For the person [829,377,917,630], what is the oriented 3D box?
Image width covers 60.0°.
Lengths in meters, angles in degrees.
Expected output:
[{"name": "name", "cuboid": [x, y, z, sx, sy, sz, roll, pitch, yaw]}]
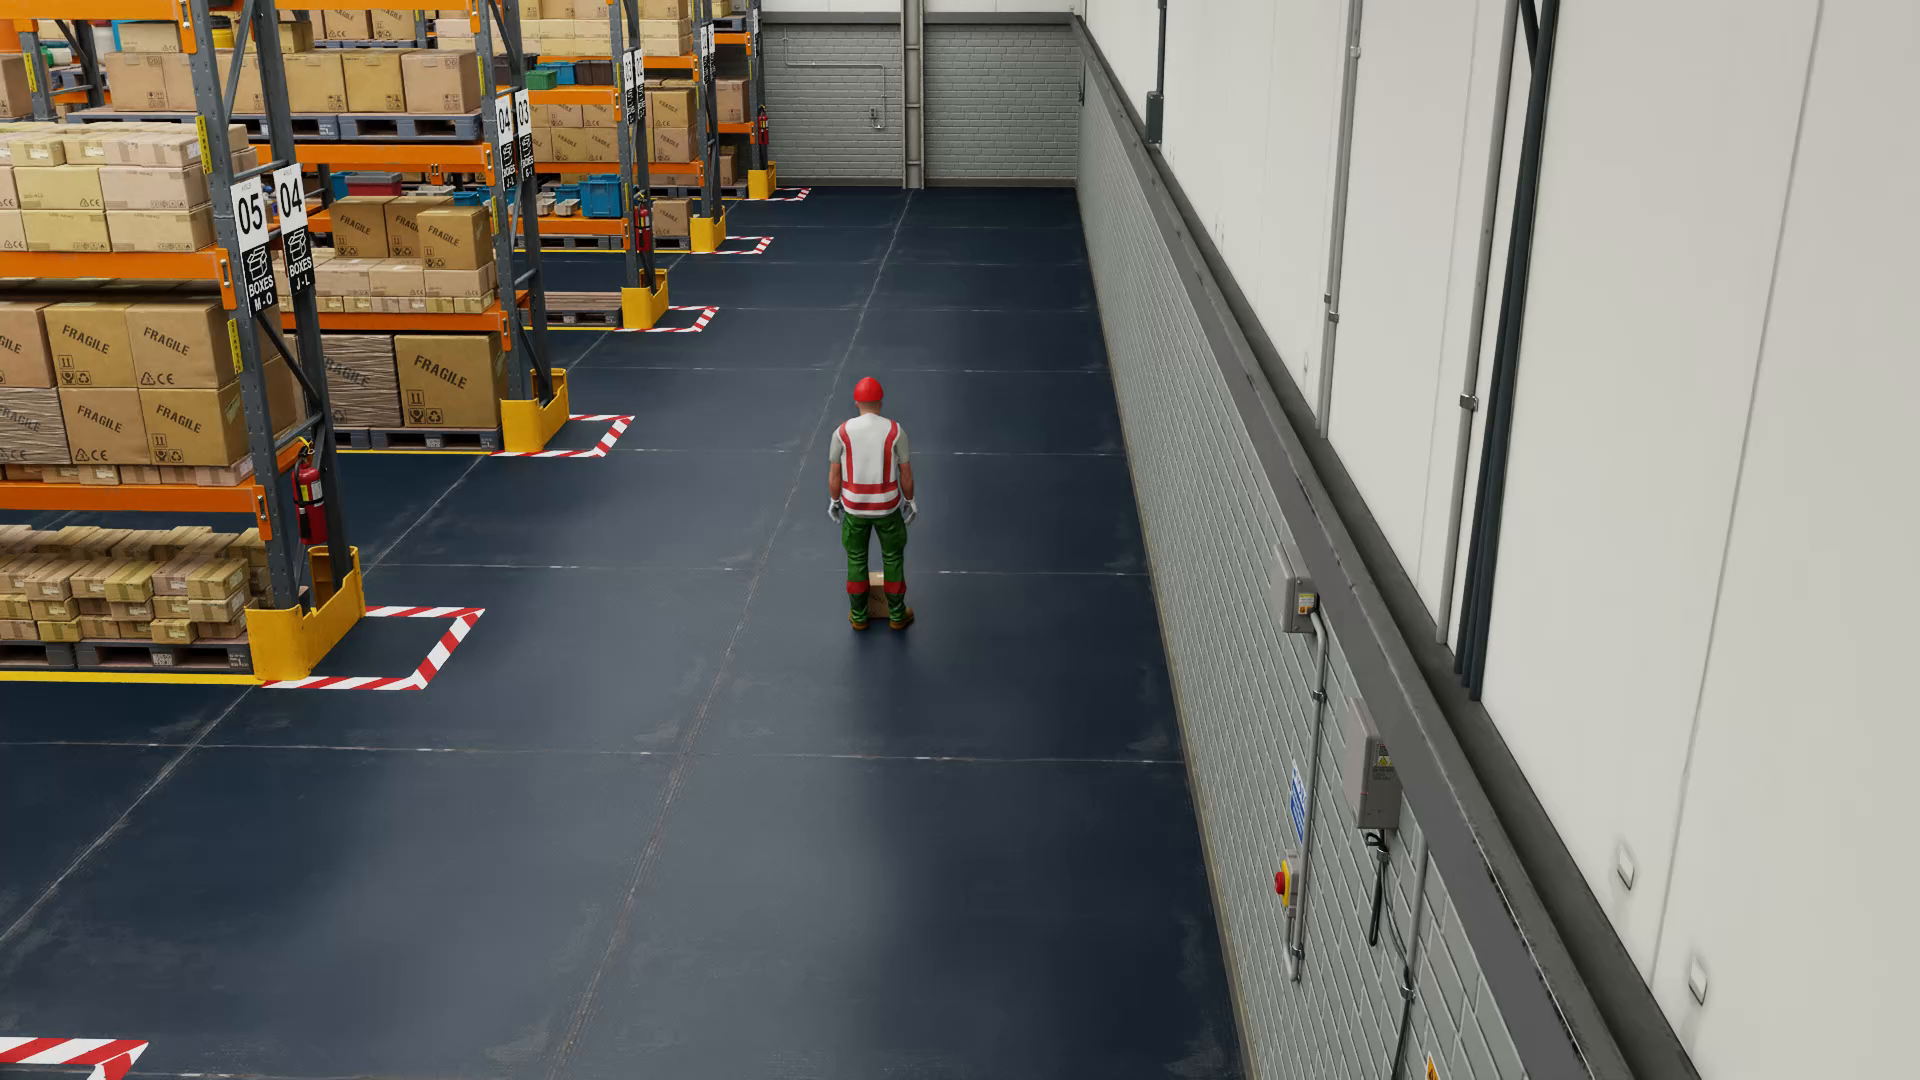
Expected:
[{"name": "person", "cuboid": [-0.601, -0.242, 11.479, 0.608, 1.780, 0.448, 1, 21, 2]}]
